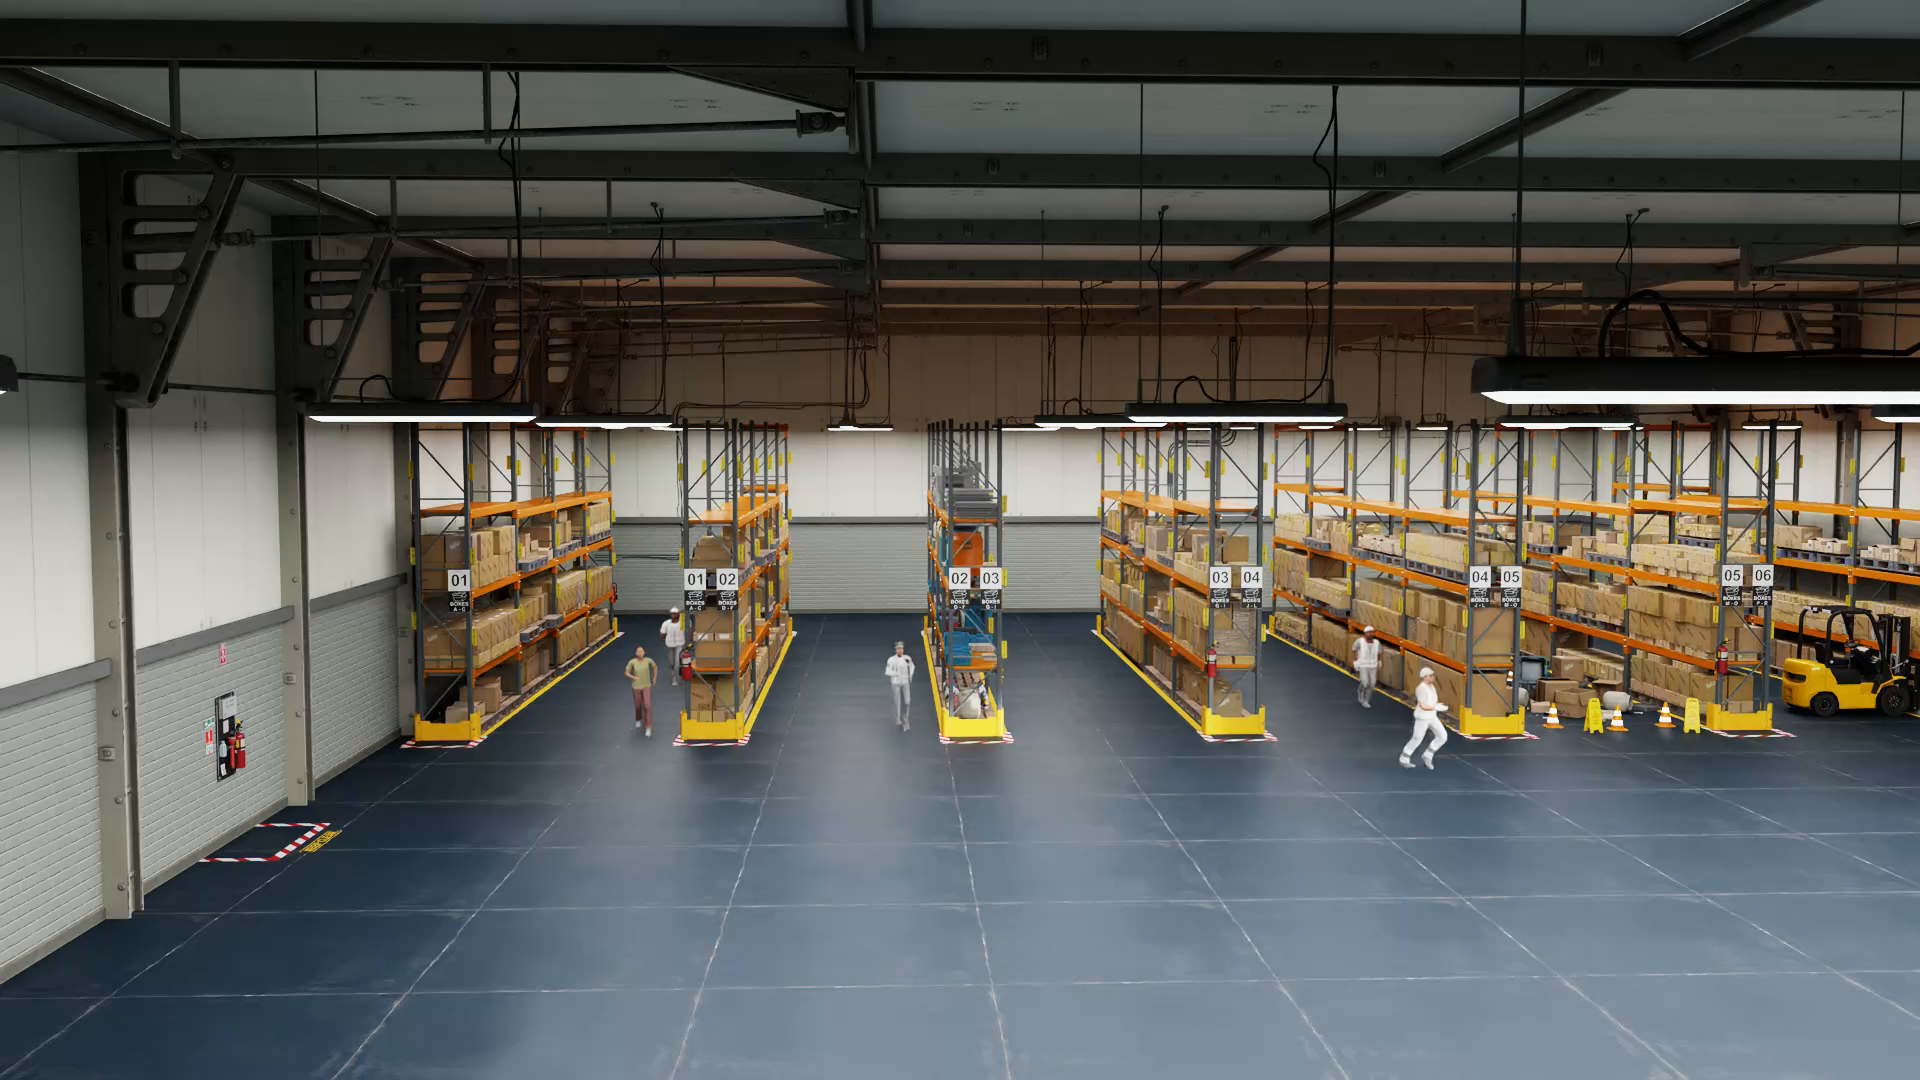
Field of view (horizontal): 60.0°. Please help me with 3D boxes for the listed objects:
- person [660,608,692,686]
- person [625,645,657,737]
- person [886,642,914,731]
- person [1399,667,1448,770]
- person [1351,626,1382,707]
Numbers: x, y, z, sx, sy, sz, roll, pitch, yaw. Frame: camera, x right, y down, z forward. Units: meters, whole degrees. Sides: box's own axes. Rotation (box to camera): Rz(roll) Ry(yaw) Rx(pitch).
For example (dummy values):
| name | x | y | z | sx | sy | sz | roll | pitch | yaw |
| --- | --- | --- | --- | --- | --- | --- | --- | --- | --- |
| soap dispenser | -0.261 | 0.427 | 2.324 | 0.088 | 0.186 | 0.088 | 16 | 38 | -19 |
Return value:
| name | x | y | z | sx | sy | sz | roll | pitch | yaw |
| --- | --- | --- | --- | --- | --- | --- | --- | --- | --- |
| person | -6.509 | 2.423 | 38.080 | 0.712 | 1.754 | 0.932 | 0 | 4 | -3 |
| person | -6.093 | 2.847 | 31.778 | 0.612 | 1.700 | 0.892 | -1 | 4 | -10 |
| person | -1.150 | 2.827 | 32.216 | 0.590 | 1.735 | 0.726 | -1 | 4 | -9 |
| person | 7.894 | 3.020 | 28.132 | 0.862 | 1.755 | 0.679 | 3 | 5 | 43 |
| person | 8.506 | 2.647 | 34.639 | 0.631 | 1.715 | 0.601 | 0 | 4 | -4 |
